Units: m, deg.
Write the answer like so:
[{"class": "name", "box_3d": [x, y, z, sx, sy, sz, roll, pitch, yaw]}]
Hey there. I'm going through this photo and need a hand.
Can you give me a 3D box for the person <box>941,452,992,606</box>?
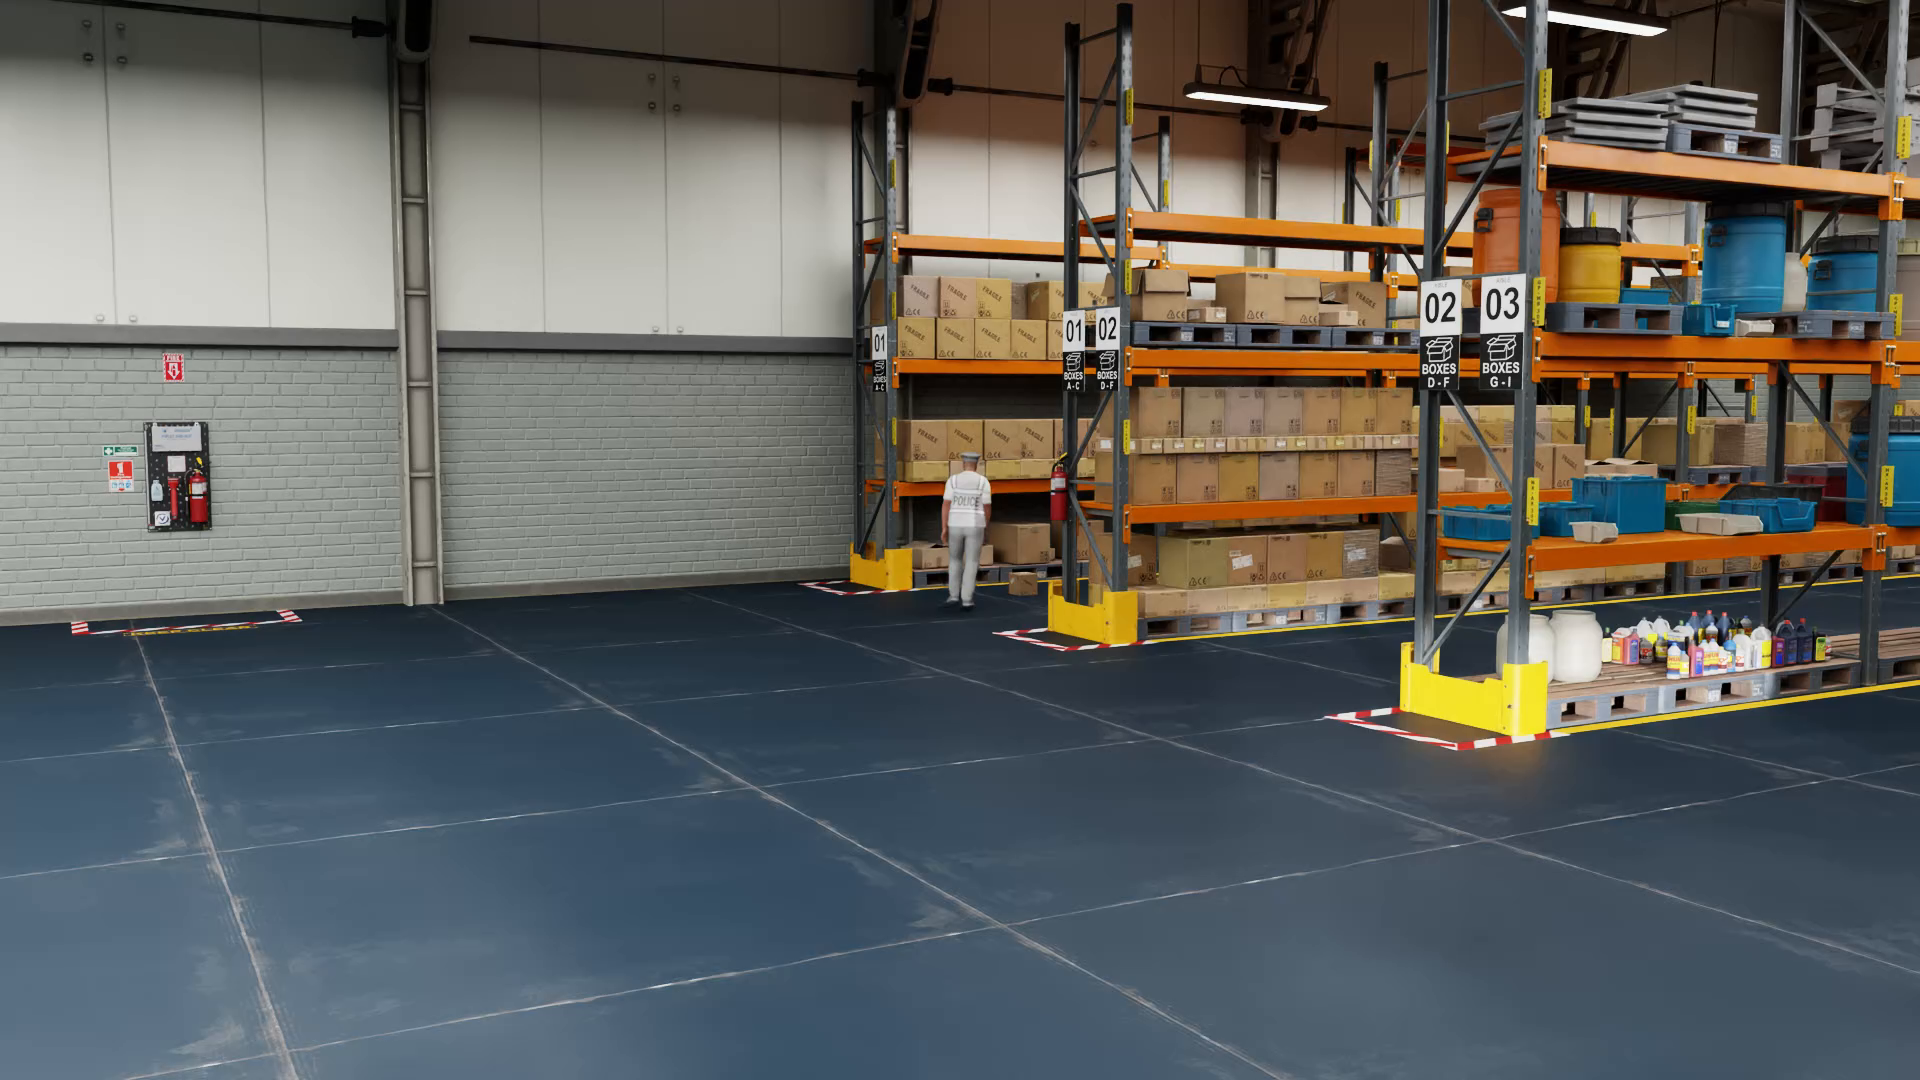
[{"class": "person", "box_3d": [0.070, -0.111, 18.629, 0.581, 1.744, 0.832, 1, 5, 11]}]
